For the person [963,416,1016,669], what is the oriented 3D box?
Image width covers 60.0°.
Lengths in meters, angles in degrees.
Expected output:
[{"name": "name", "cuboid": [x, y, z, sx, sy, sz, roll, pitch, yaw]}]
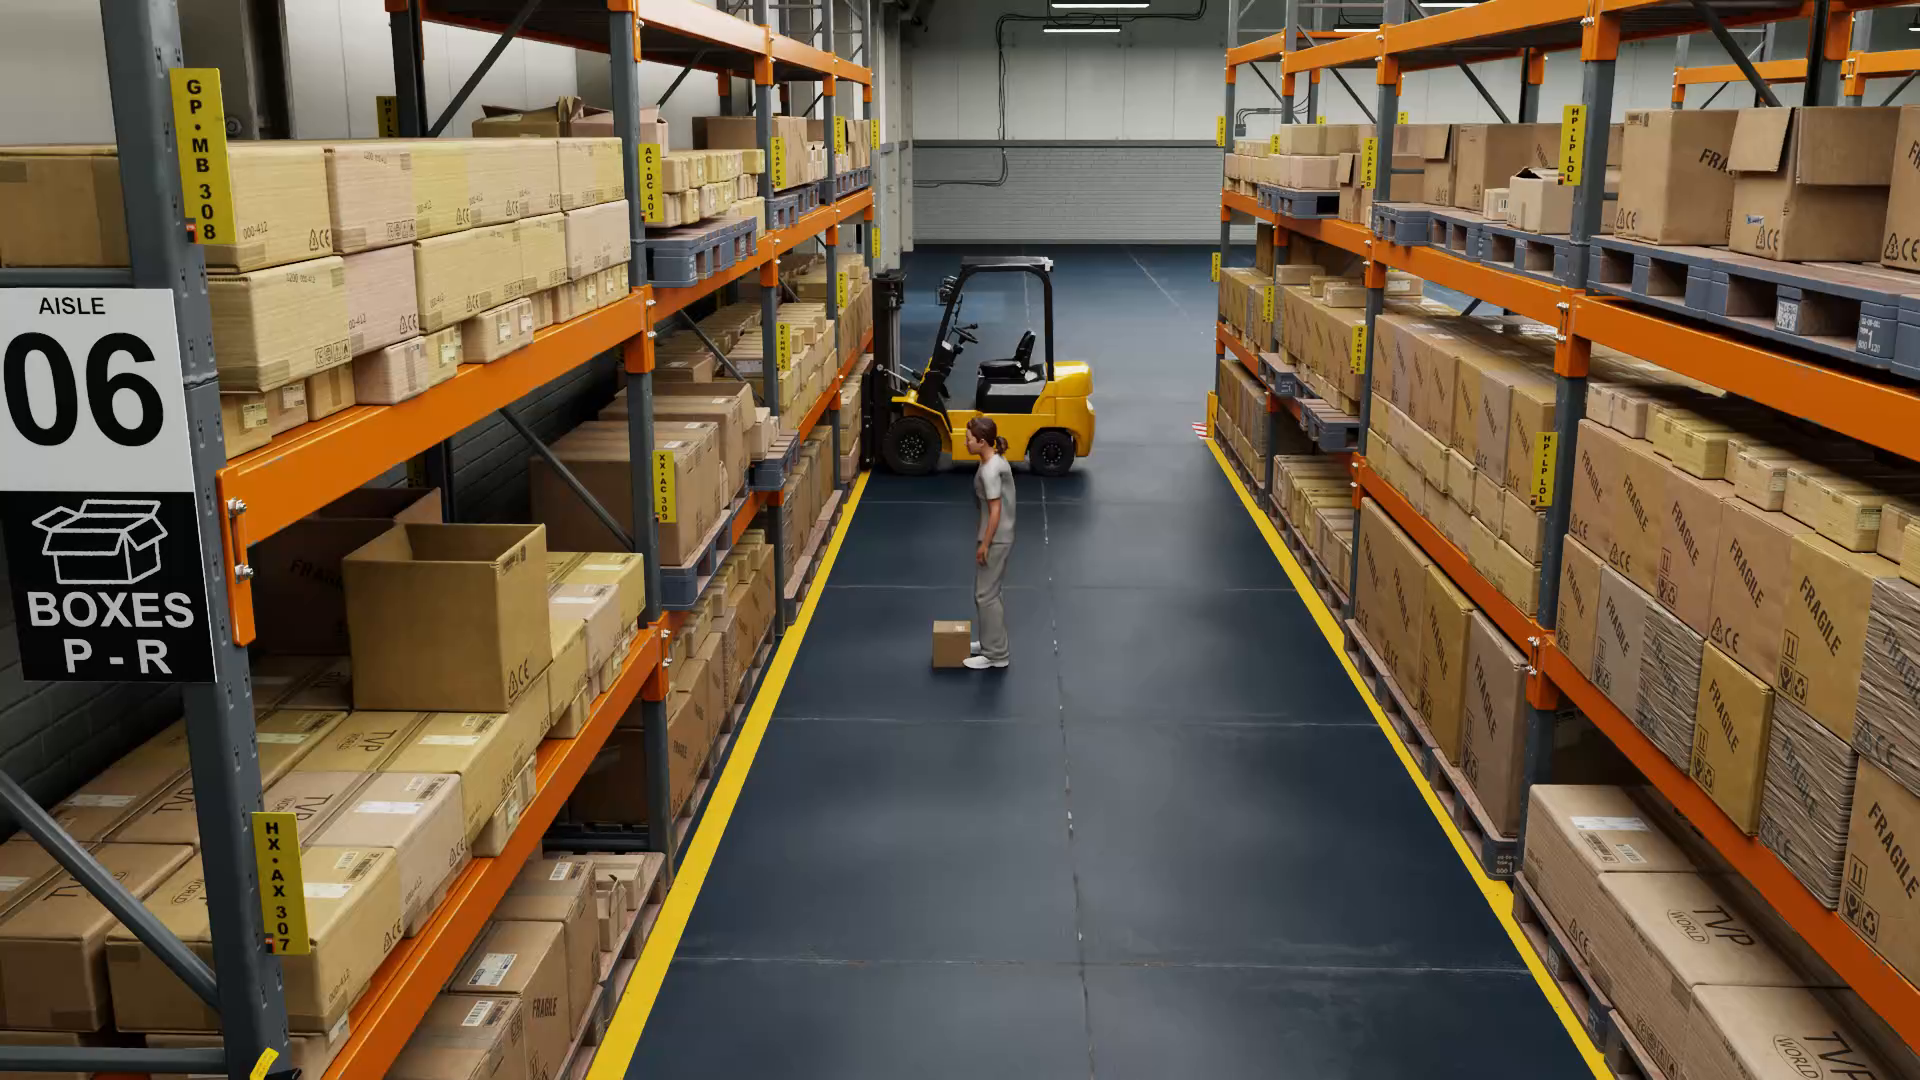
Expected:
[{"name": "person", "cuboid": [0.193, 0.006, 10.978, 0.355, 1.673, 0.489, 0, 14, 2]}]
